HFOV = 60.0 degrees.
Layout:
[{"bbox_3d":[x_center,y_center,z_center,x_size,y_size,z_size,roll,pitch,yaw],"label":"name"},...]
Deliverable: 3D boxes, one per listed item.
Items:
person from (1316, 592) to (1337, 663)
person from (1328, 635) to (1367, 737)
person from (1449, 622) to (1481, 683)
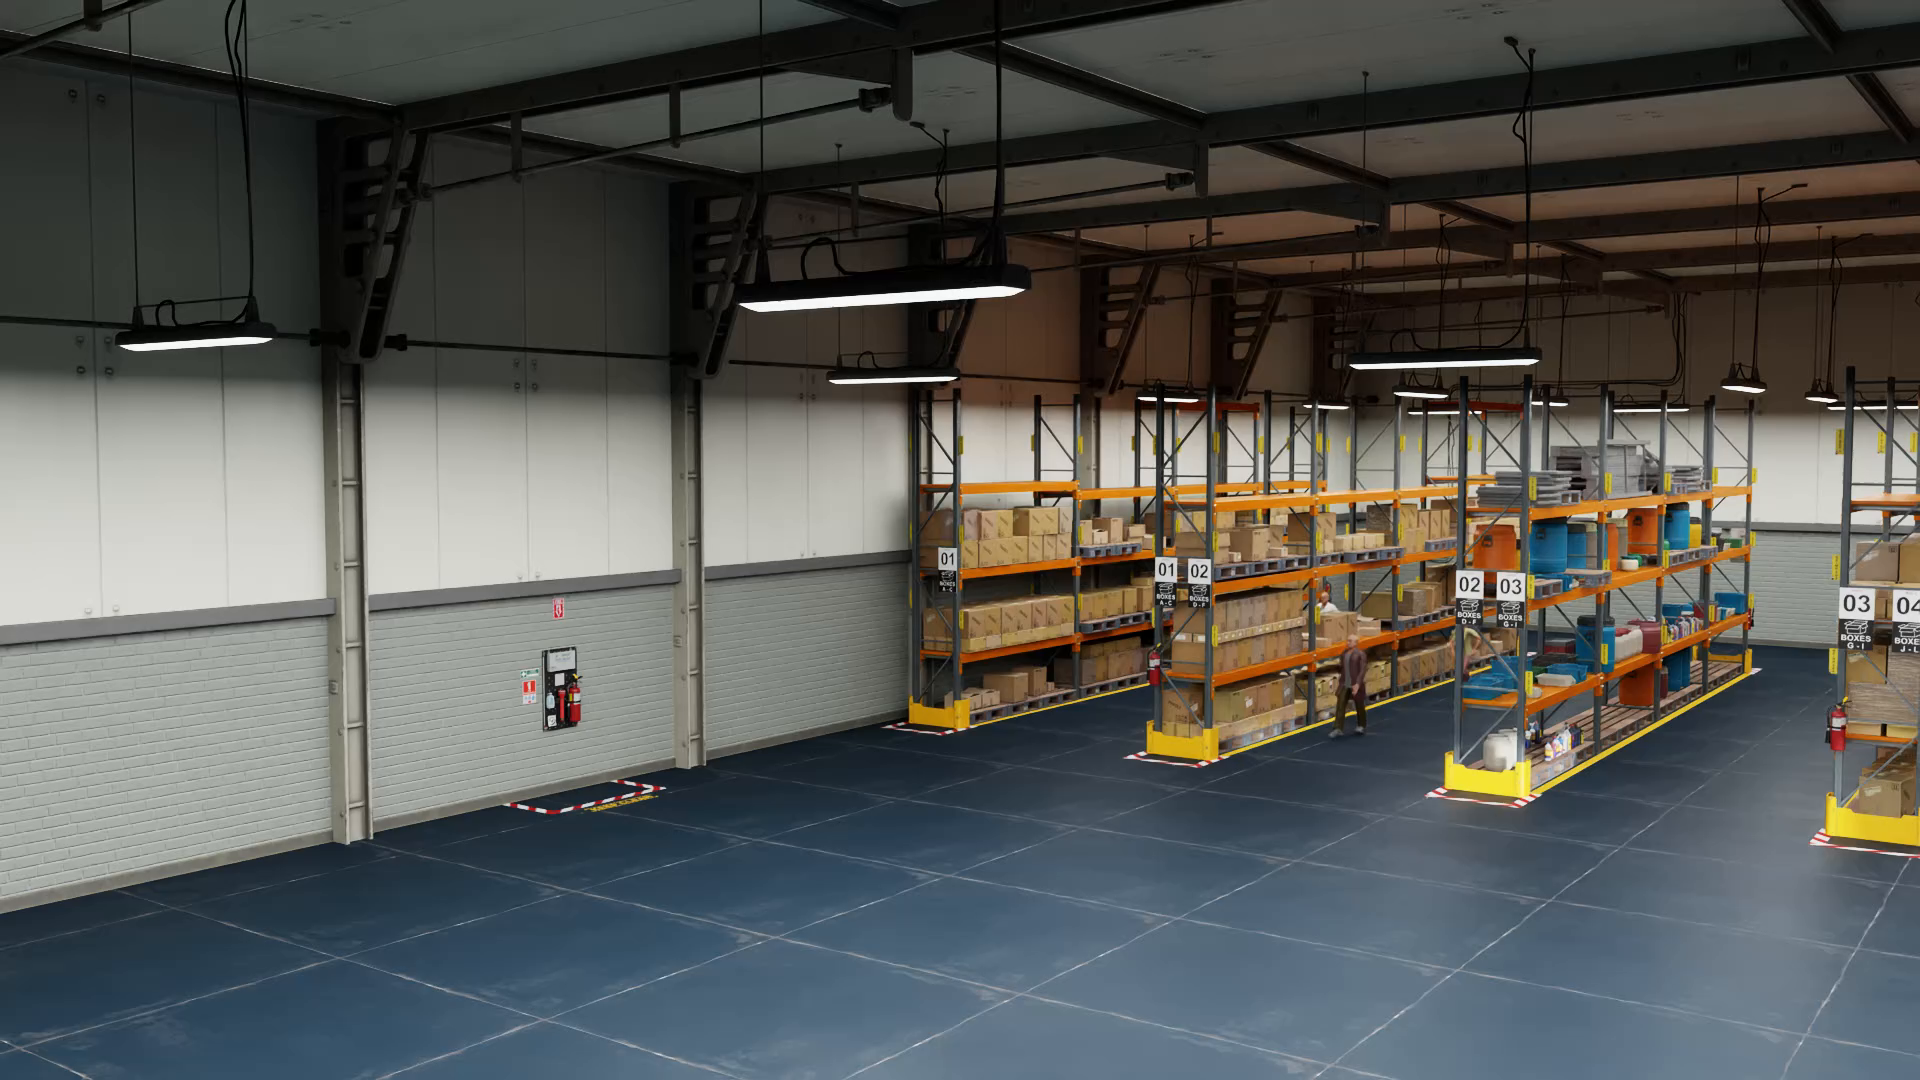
[{"bbox_3d":[8.027,2.018,36.738,0.609,1.717,1.114,2,4,31],"label":"person"},{"bbox_3d":[6.693,2.486,28.519,0.593,1.717,1.103,2,4,36],"label":"person"},{"bbox_3d":[10.164,2.310,33.433,0.621,1.581,0.677,3,5,45],"label":"person"}]
